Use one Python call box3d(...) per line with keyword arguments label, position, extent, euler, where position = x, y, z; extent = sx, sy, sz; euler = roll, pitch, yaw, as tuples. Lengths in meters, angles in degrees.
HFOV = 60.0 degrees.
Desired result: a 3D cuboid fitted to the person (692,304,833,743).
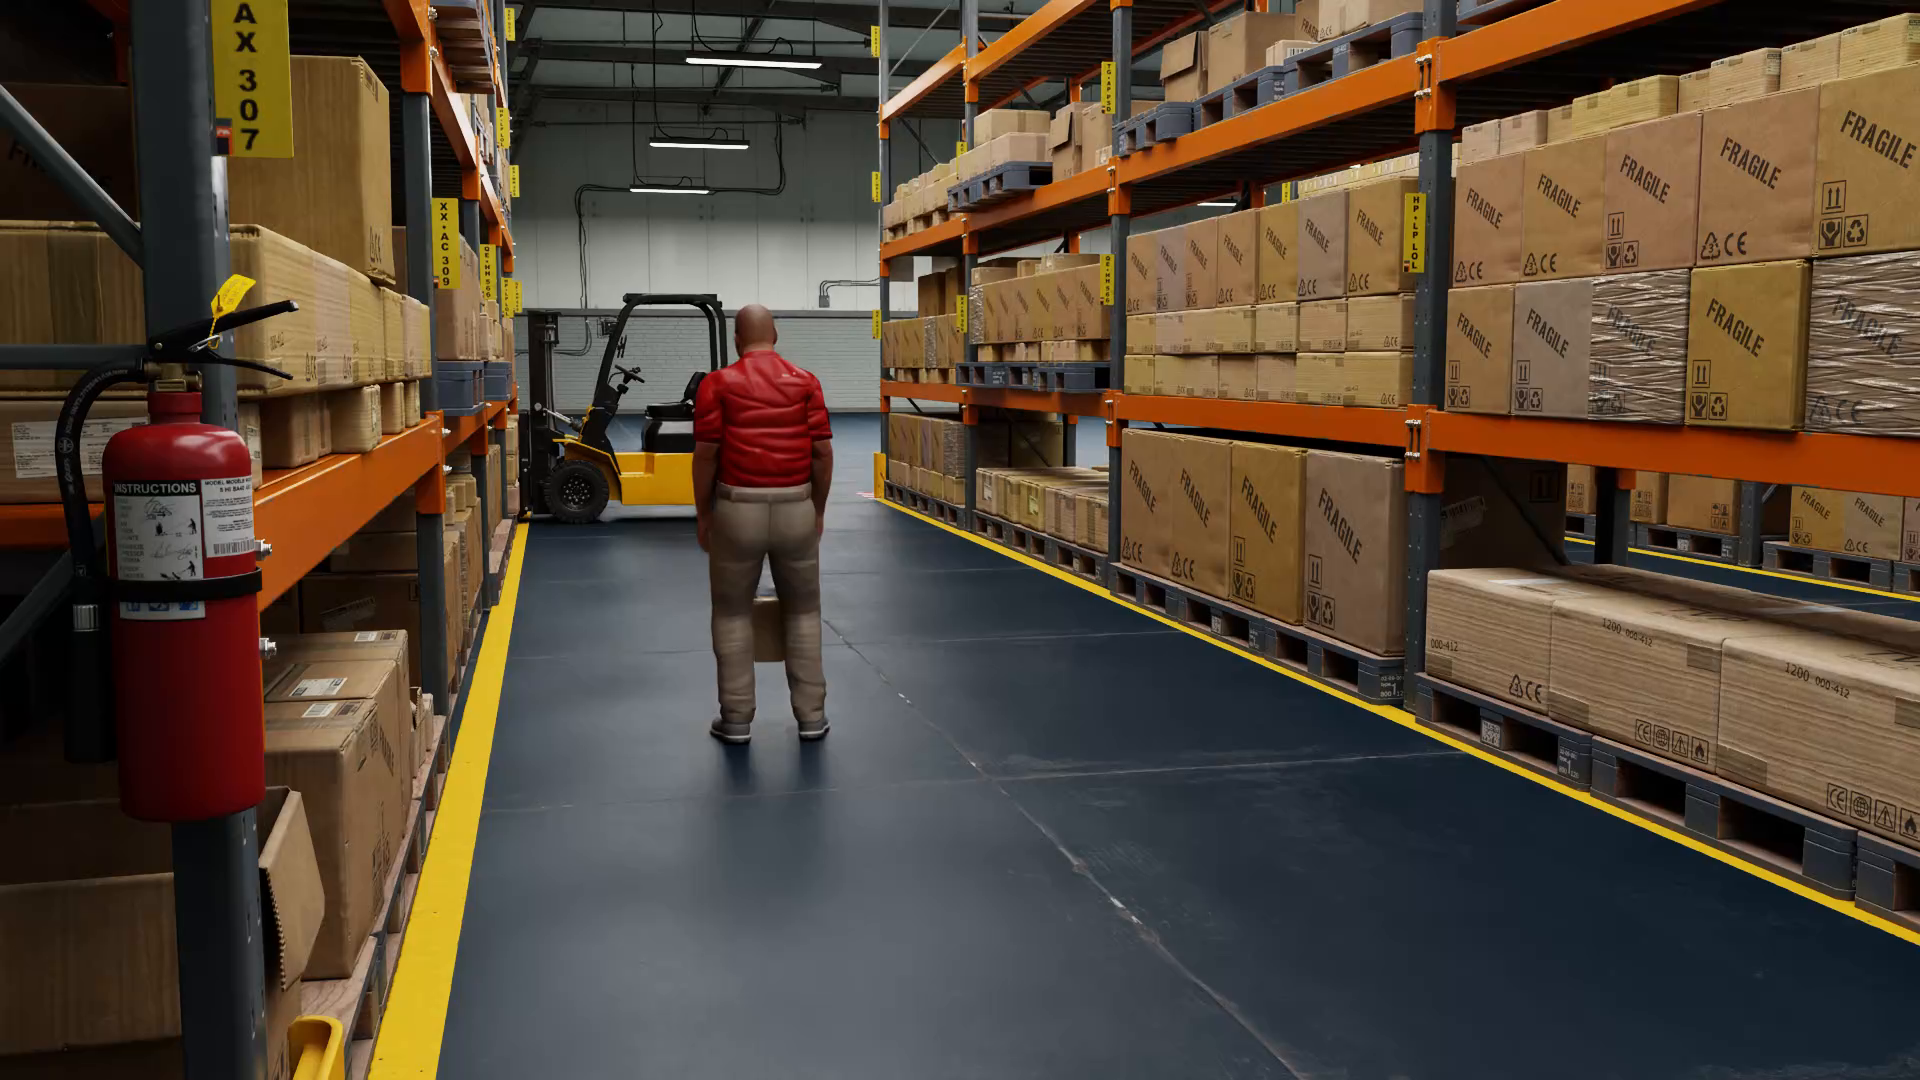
box3d(label="person", position=(-0.785, -0.066, 6.621), extent=(0.566, 1.729, 0.396), euler=(-2, 6, -15))
